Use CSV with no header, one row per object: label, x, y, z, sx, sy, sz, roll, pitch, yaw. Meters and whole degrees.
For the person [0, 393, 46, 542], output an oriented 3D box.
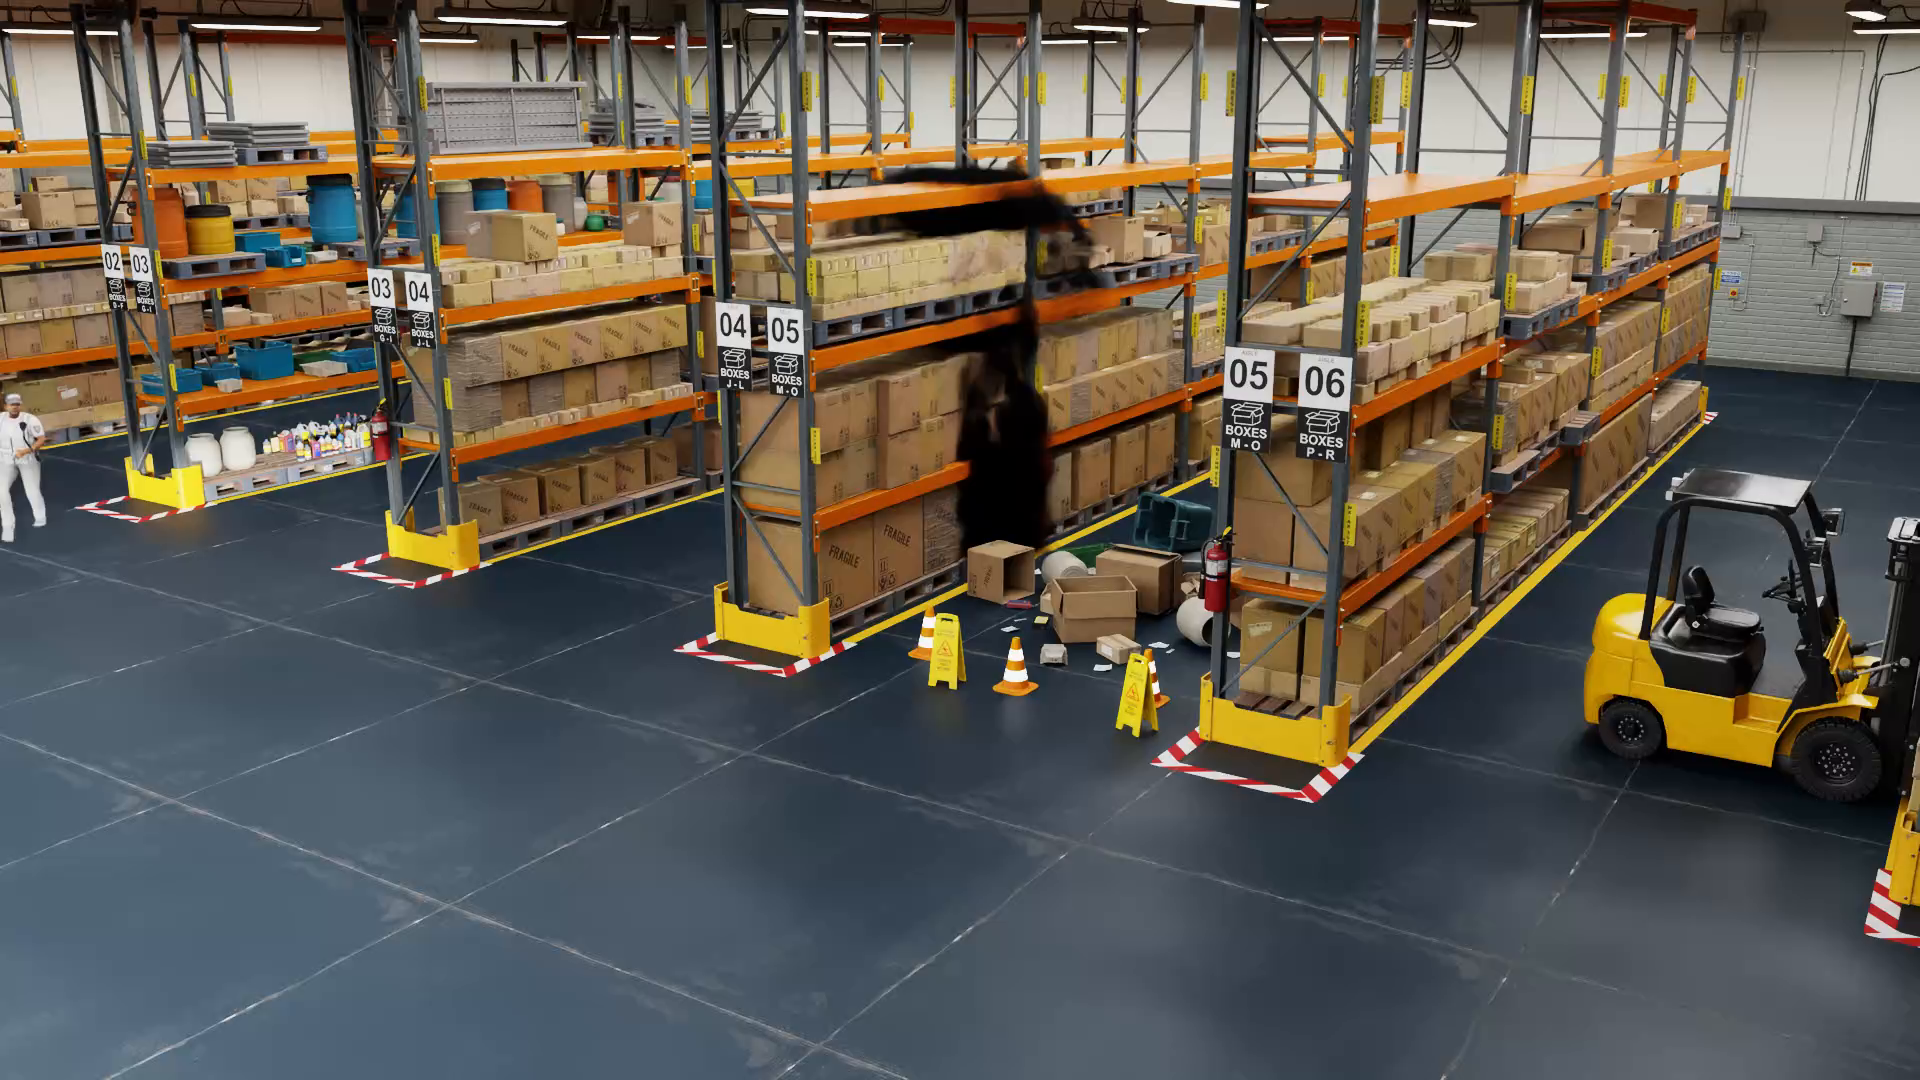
person,-10.908,-0.870,19.315,0.610,1.704,0.709,-4,16,-14
